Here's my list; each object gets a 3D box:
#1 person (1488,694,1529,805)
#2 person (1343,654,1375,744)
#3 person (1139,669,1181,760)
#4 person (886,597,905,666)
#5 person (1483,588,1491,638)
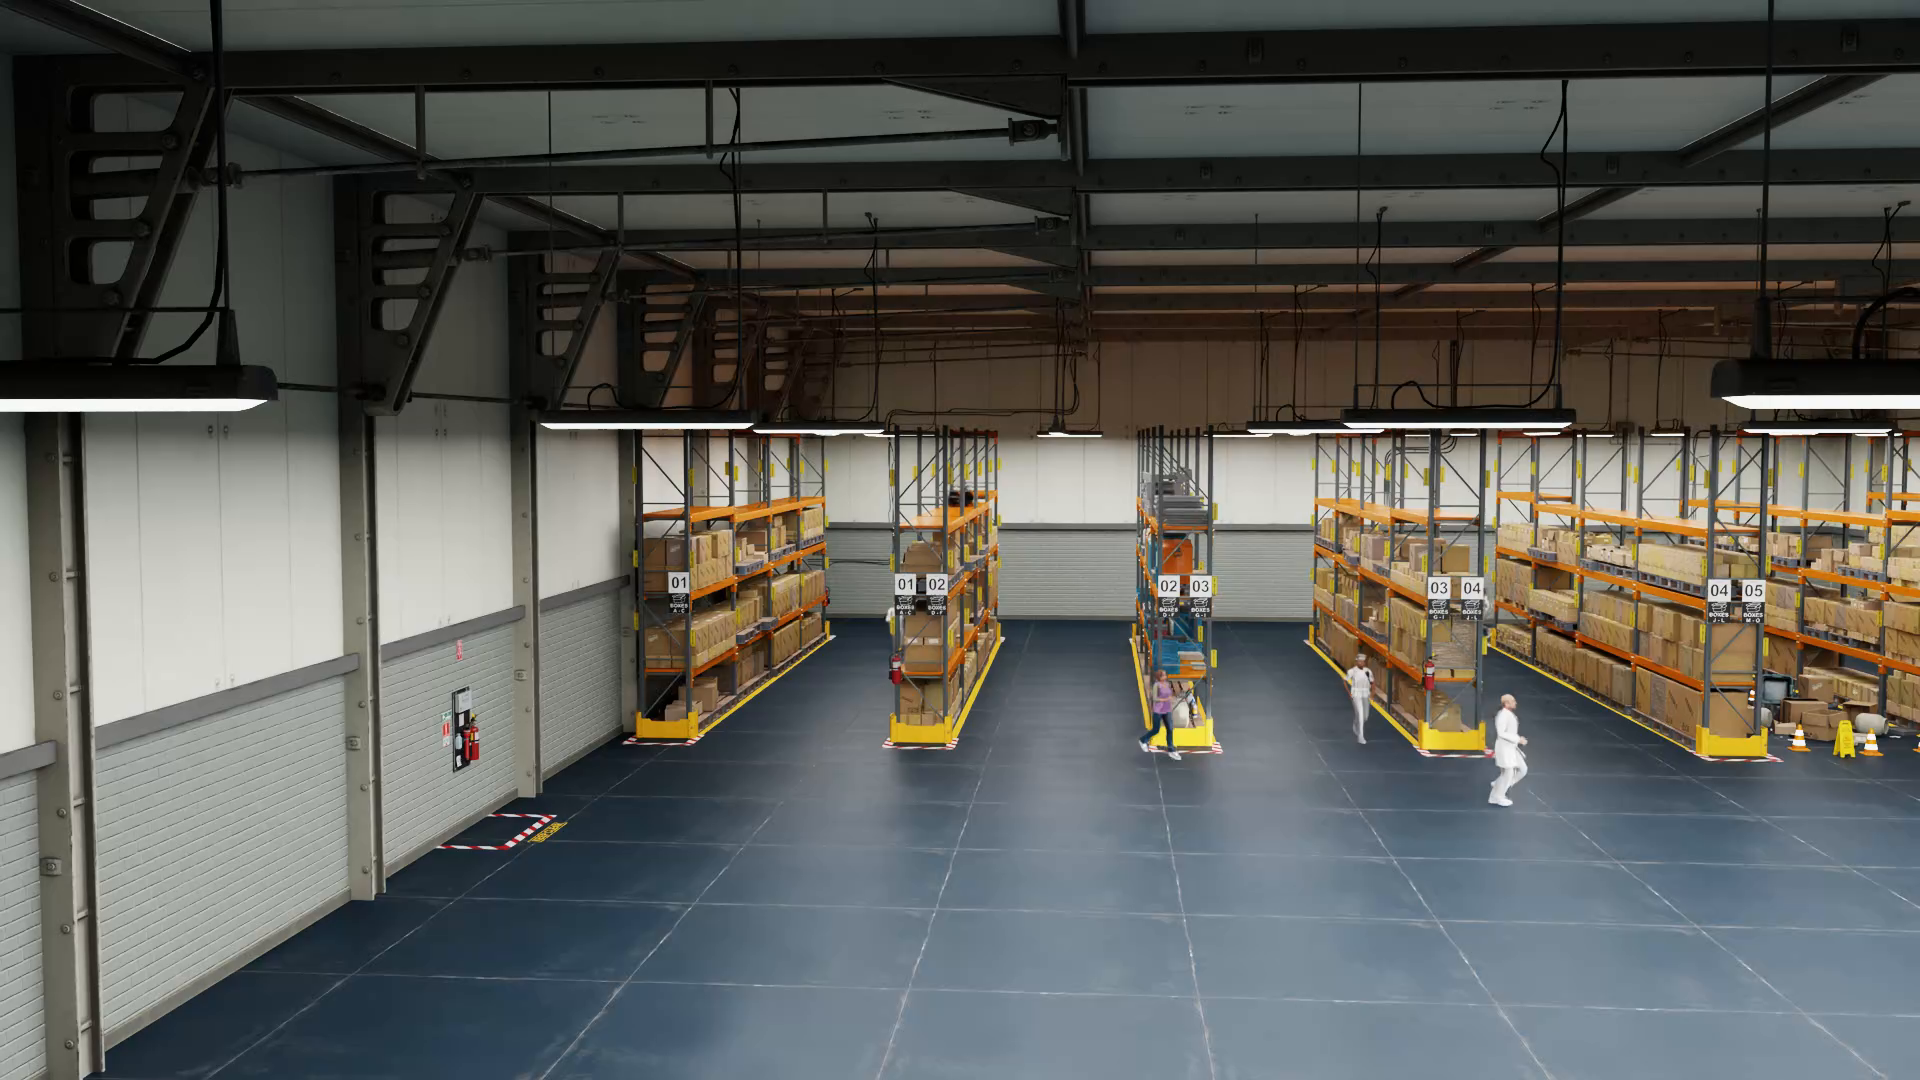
[{"bbox_3d":[8.594,3.283,25.993,0.635,1.742,0.714,2,4,31],"label":"person"},{"bbox_3d":[7.606,2.988,31.723,0.603,1.684,0.755,0,3,-7],"label":"person"},{"bbox_3d":[3.615,3.112,29.920,0.543,1.595,0.846,-3,5,-42],"label":"person"},{"bbox_3d":[-1.495,2.214,40.194,0.596,1.769,0.703,0,3,2],"label":"person"},{"bbox_3d":[14.815,2.125,47.119,0.525,1.576,0.559,0,3,-3],"label":"person"}]
